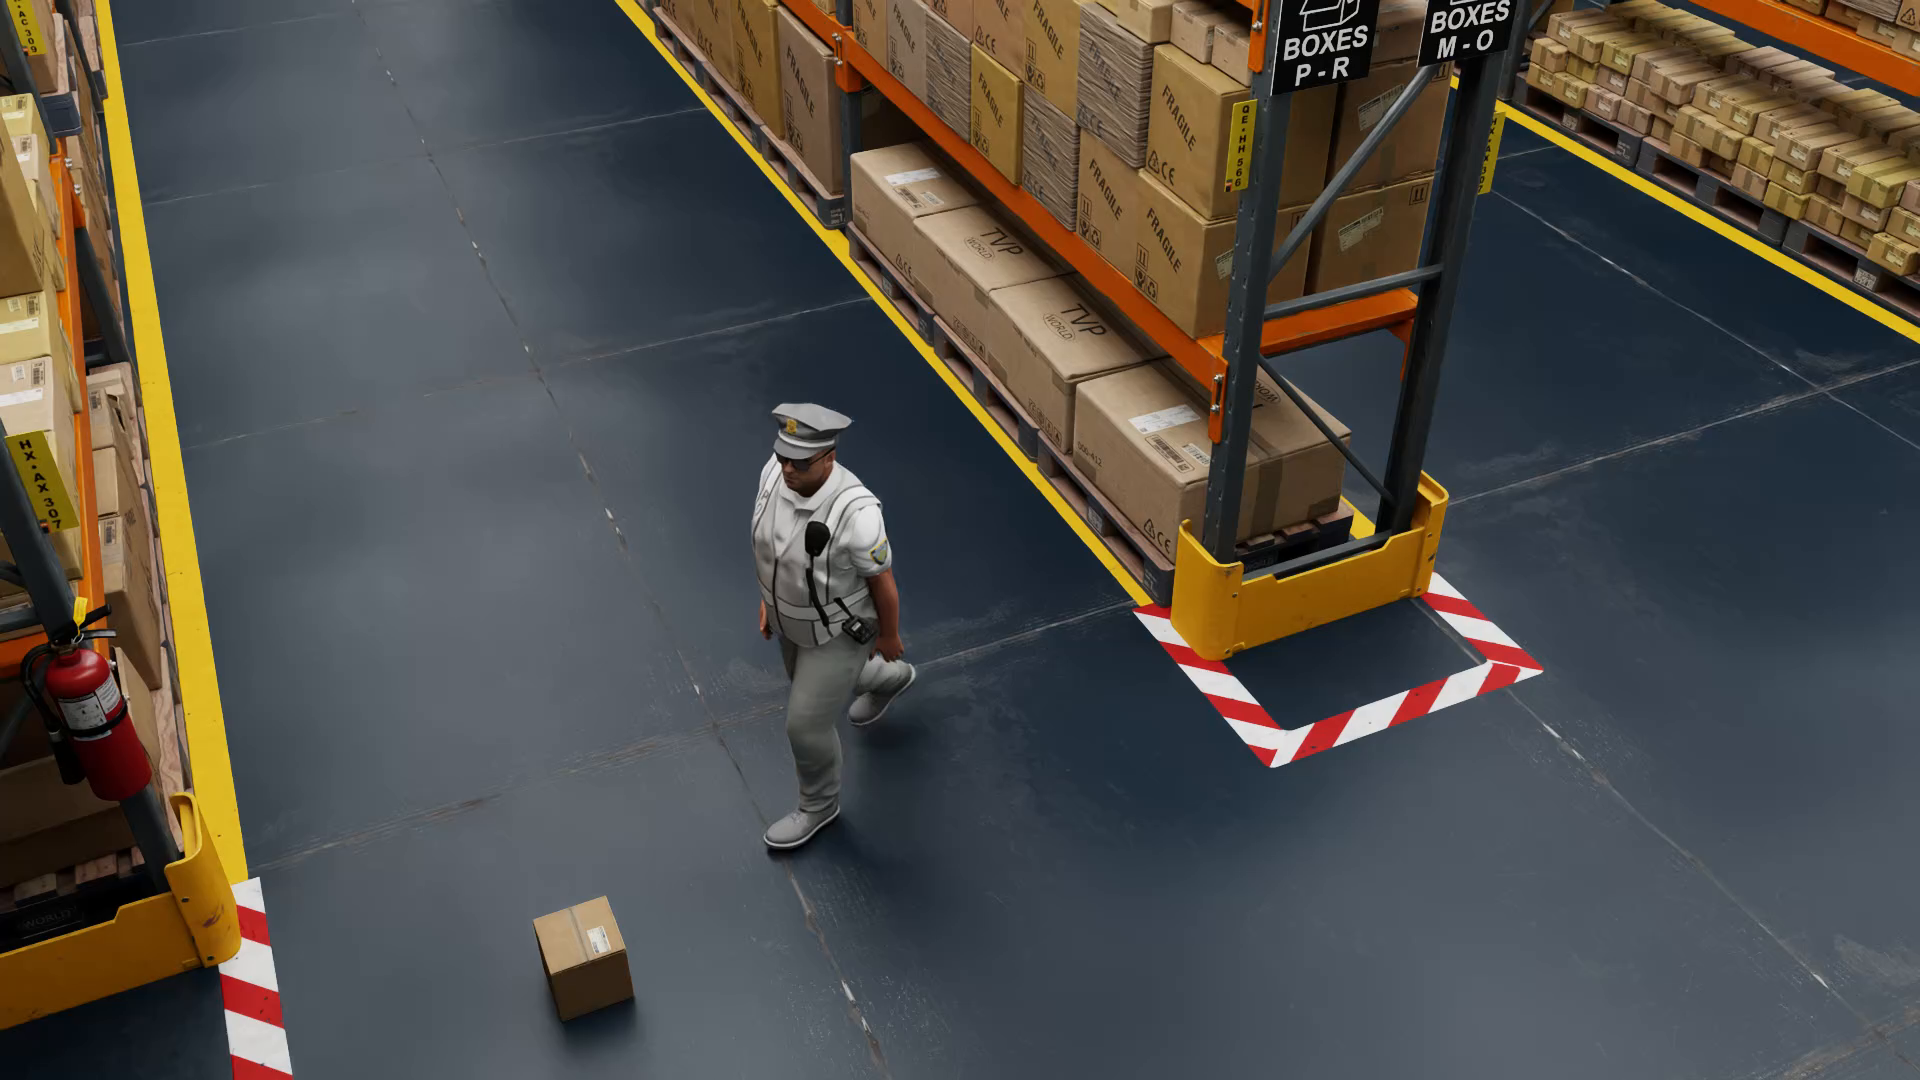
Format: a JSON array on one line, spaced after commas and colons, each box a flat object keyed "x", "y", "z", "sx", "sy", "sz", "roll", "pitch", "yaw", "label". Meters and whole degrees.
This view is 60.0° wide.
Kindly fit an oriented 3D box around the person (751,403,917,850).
[{"x": -0.436, "y": 0.216, "z": 5.840, "sx": 0.907, "sy": 1.726, "sz": 0.537, "roll": -30, "pitch": 46, "yaw": -34, "label": "person"}]
